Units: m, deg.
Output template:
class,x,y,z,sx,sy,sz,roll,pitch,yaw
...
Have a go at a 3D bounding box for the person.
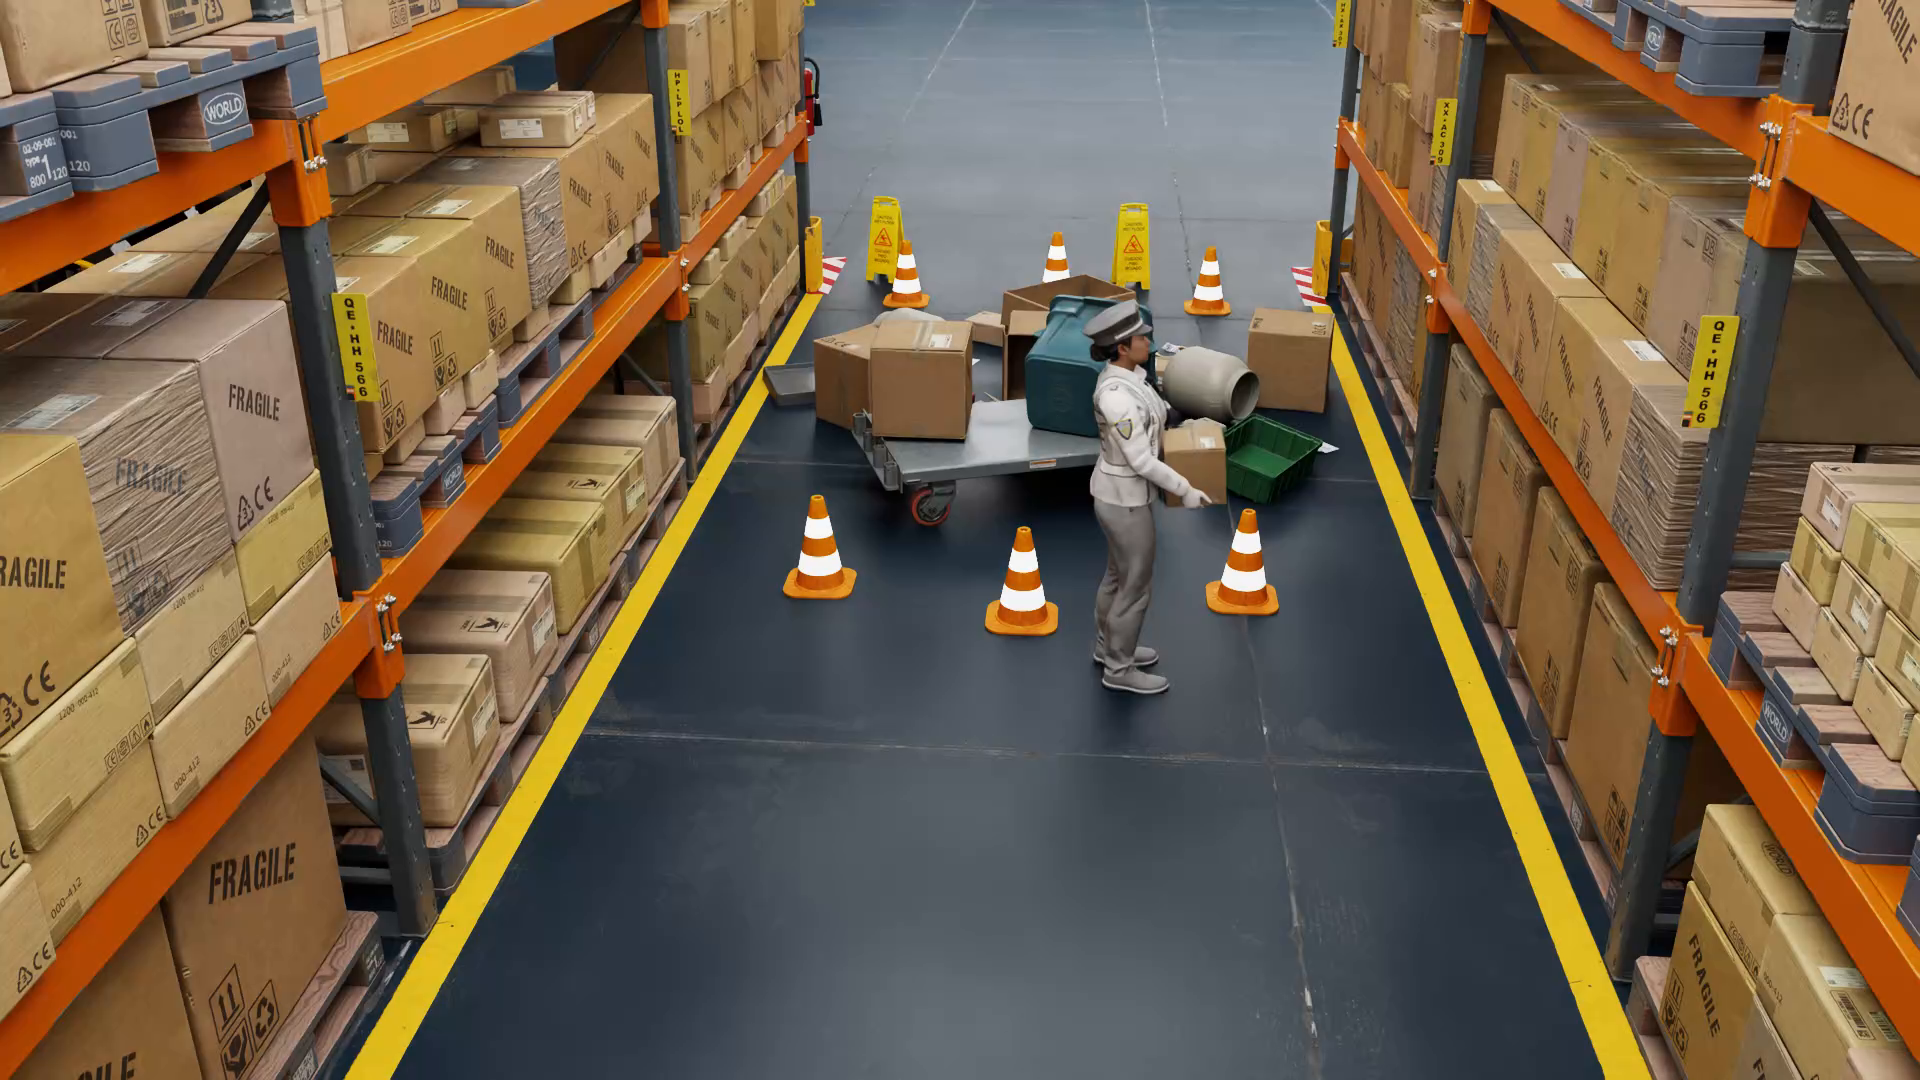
class,x,y,z,sx,sy,sz,roll,pitch,yaw
person,0.767,-0.174,6.942,0.554,1.695,0.467,3,25,6
